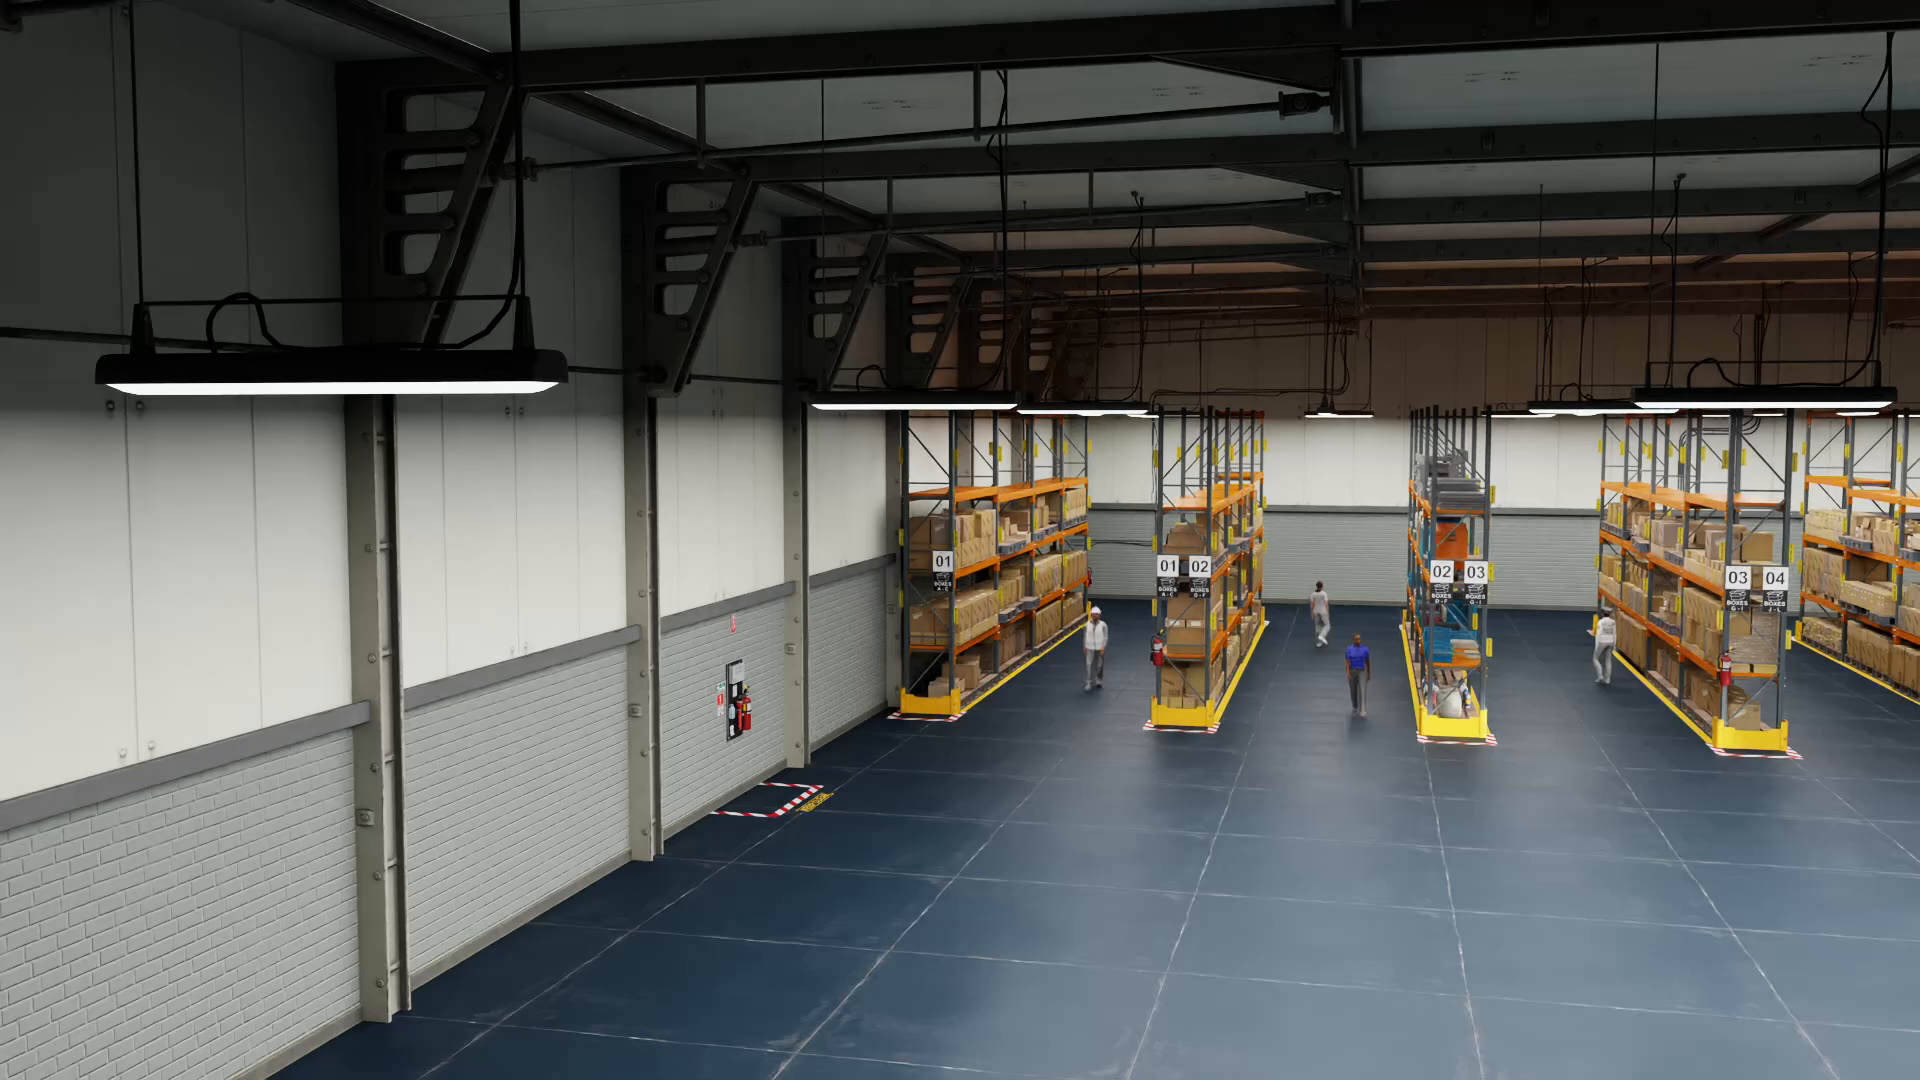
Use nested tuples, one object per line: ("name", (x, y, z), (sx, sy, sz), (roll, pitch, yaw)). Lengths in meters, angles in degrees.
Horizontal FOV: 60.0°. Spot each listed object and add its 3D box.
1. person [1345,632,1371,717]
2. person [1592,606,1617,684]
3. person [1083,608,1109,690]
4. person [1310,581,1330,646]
("person", (7.678, 2.589, 32.141), (0.464, 1.609, 0.993), (1, 4, 20))
("person", (14.054, 2.297, 36.229), (0.519, 1.707, 0.352), (-1, 4, -14))
("person", (2.893, 2.298, 35.418), (0.540, 1.700, 1.058), (0, 4, 4))
("person", (9.089, 1.872, 42.042), (0.491, 1.668, 0.611), (2, 5, 26))
